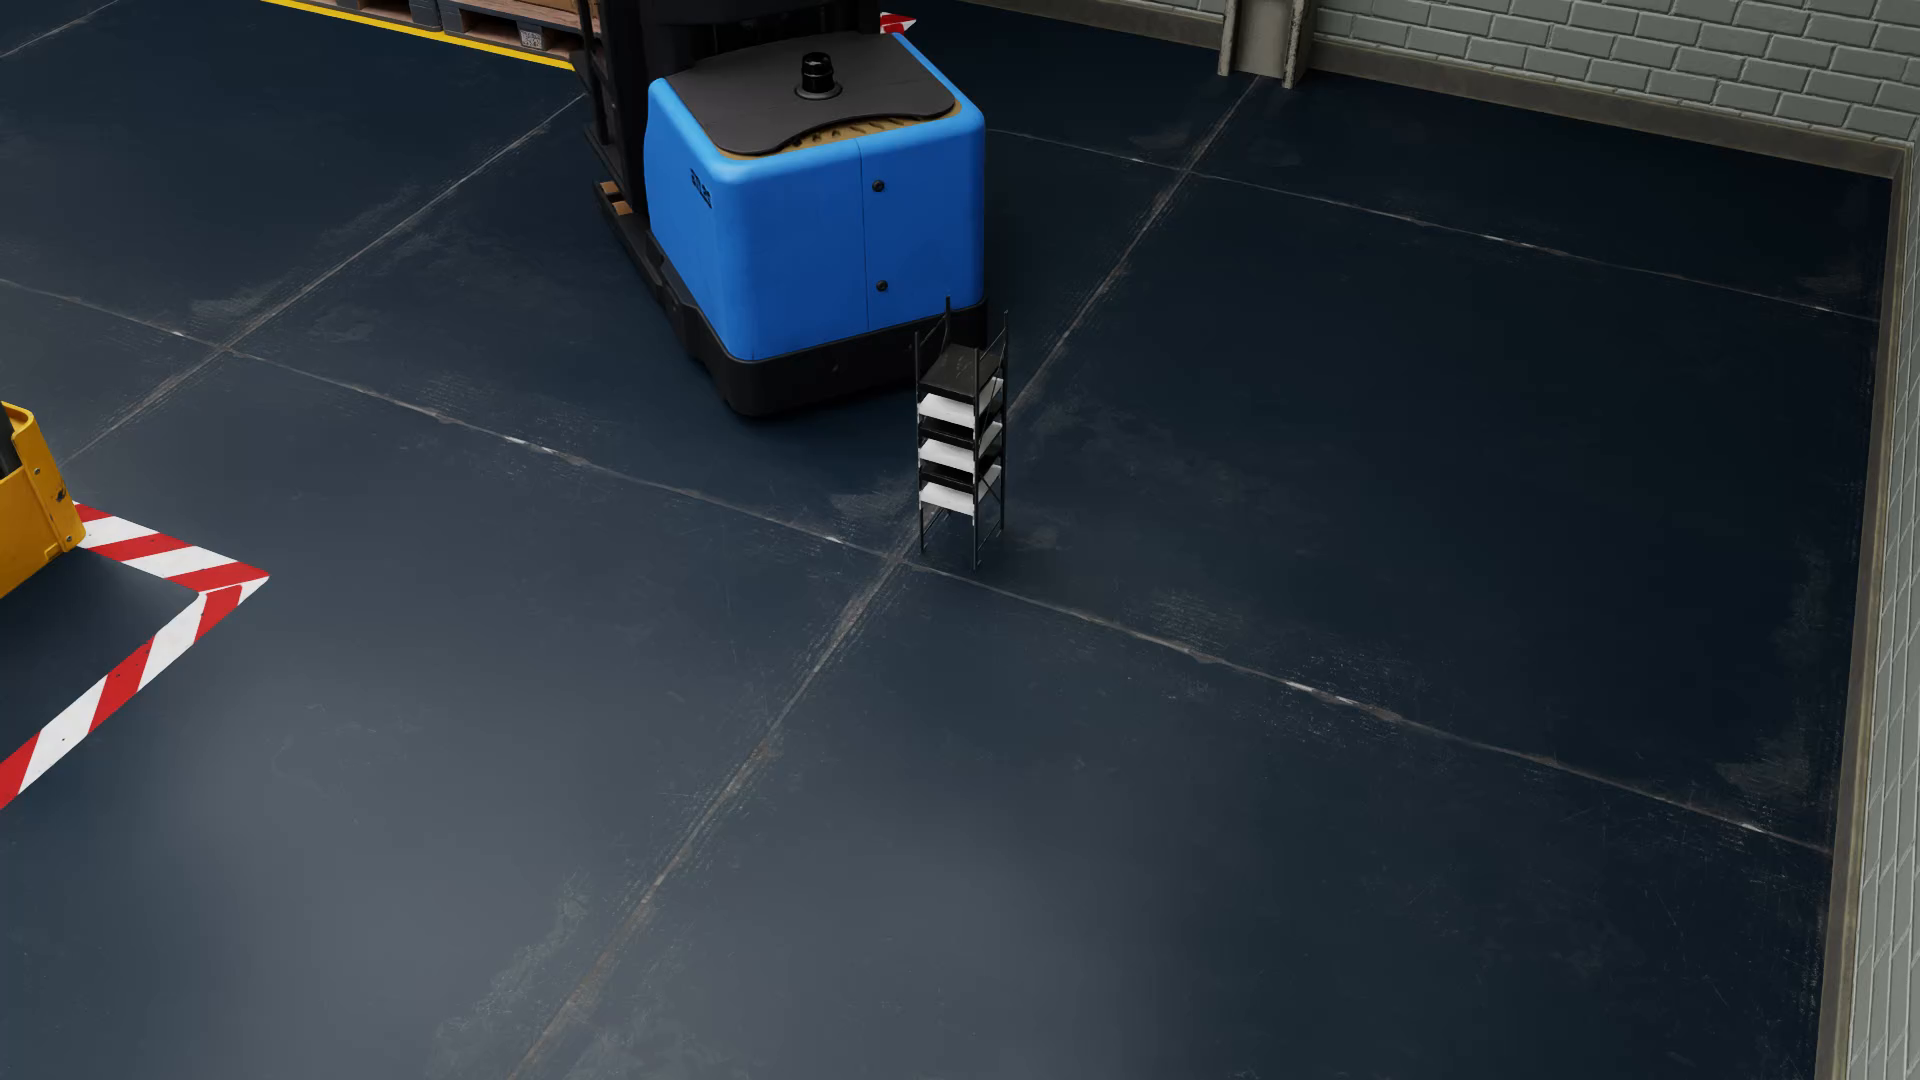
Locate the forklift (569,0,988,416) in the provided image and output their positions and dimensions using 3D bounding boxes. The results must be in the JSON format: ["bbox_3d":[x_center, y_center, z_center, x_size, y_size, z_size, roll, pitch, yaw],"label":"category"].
[{"bbox_3d":[-0.976,-2.532,6.434,1.130,2.935,3.031,-17,44,-19],"label":"forklift"}]

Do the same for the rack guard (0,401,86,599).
[{"bbox_3d":[-3.413,0.081,5.275,0.348,0.500,1.175,17,44,19],"label":"rack guard"}]

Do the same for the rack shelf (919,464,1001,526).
[{"bbox_3d":[0.007,-0.177,5.592,0.200,0.077,0.258,17,44,19],"label":"rack shelf"}]

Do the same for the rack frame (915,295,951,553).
[{"bbox_3d":[-0.085,-0.366,5.485,0.006,0.900,0.240,17,44,19],"label":"rack frame"}]

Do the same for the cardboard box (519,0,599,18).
[{"bbox_3d":[-1.930,-3.133,8.662,0.500,0.500,0.700,17,44,19],"label":"cardboard box"}]

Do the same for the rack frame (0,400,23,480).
[{"bbox_3d":[-3.345,-0.843,4.432,0.127,3.000,1.000,17,44,19],"label":"rack frame"}]

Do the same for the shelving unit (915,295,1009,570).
[{"bbox_3d":[0.007,-0.338,5.453,0.210,0.900,0.258,17,44,19],"label":"shelving unit"}]

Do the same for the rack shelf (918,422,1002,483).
[{"bbox_3d":[0.007,-0.313,5.474,0.200,0.077,0.258,17,44,19],"label":"rack shelf"}]

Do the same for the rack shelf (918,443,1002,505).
[{"bbox_3d":[0.007,-0.245,5.533,0.200,0.077,0.258,17,44,19],"label":"rack shelf"}]

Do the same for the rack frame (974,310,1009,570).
[{"bbox_3d":[0.099,-0.310,5.420,0.006,0.900,0.240,17,44,19],"label":"rack frame"}]

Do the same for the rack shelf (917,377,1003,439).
[{"bbox_3d":[0.007,-0.449,5.357,0.200,0.077,0.258,17,44,19],"label":"rack shelf"}]

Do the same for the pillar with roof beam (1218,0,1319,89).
[{"bbox_3d":[-0.261,-3.262,2.642,0.400,9.000,9.100,17,44,19],"label":"pillar with roof beam"}]

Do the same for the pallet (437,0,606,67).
[{"bbox_3d":[-2.011,-2.905,8.941,1.213,0.211,1.003,17,44,19],"label":"pallet"}]

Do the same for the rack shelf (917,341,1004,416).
[{"bbox_3d":[0.007,-0.517,5.298,0.200,0.077,0.258,17,44,19],"label":"rack shelf"}]

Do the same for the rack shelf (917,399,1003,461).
[{"bbox_3d":[0.007,-0.381,5.416,0.200,0.077,0.258,17,44,19],"label":"rack shelf"}]

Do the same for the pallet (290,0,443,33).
[{"bbox_3d":[-3.113,-3.244,9.332,1.213,0.211,1.003,17,44,19],"label":"pallet"}]
